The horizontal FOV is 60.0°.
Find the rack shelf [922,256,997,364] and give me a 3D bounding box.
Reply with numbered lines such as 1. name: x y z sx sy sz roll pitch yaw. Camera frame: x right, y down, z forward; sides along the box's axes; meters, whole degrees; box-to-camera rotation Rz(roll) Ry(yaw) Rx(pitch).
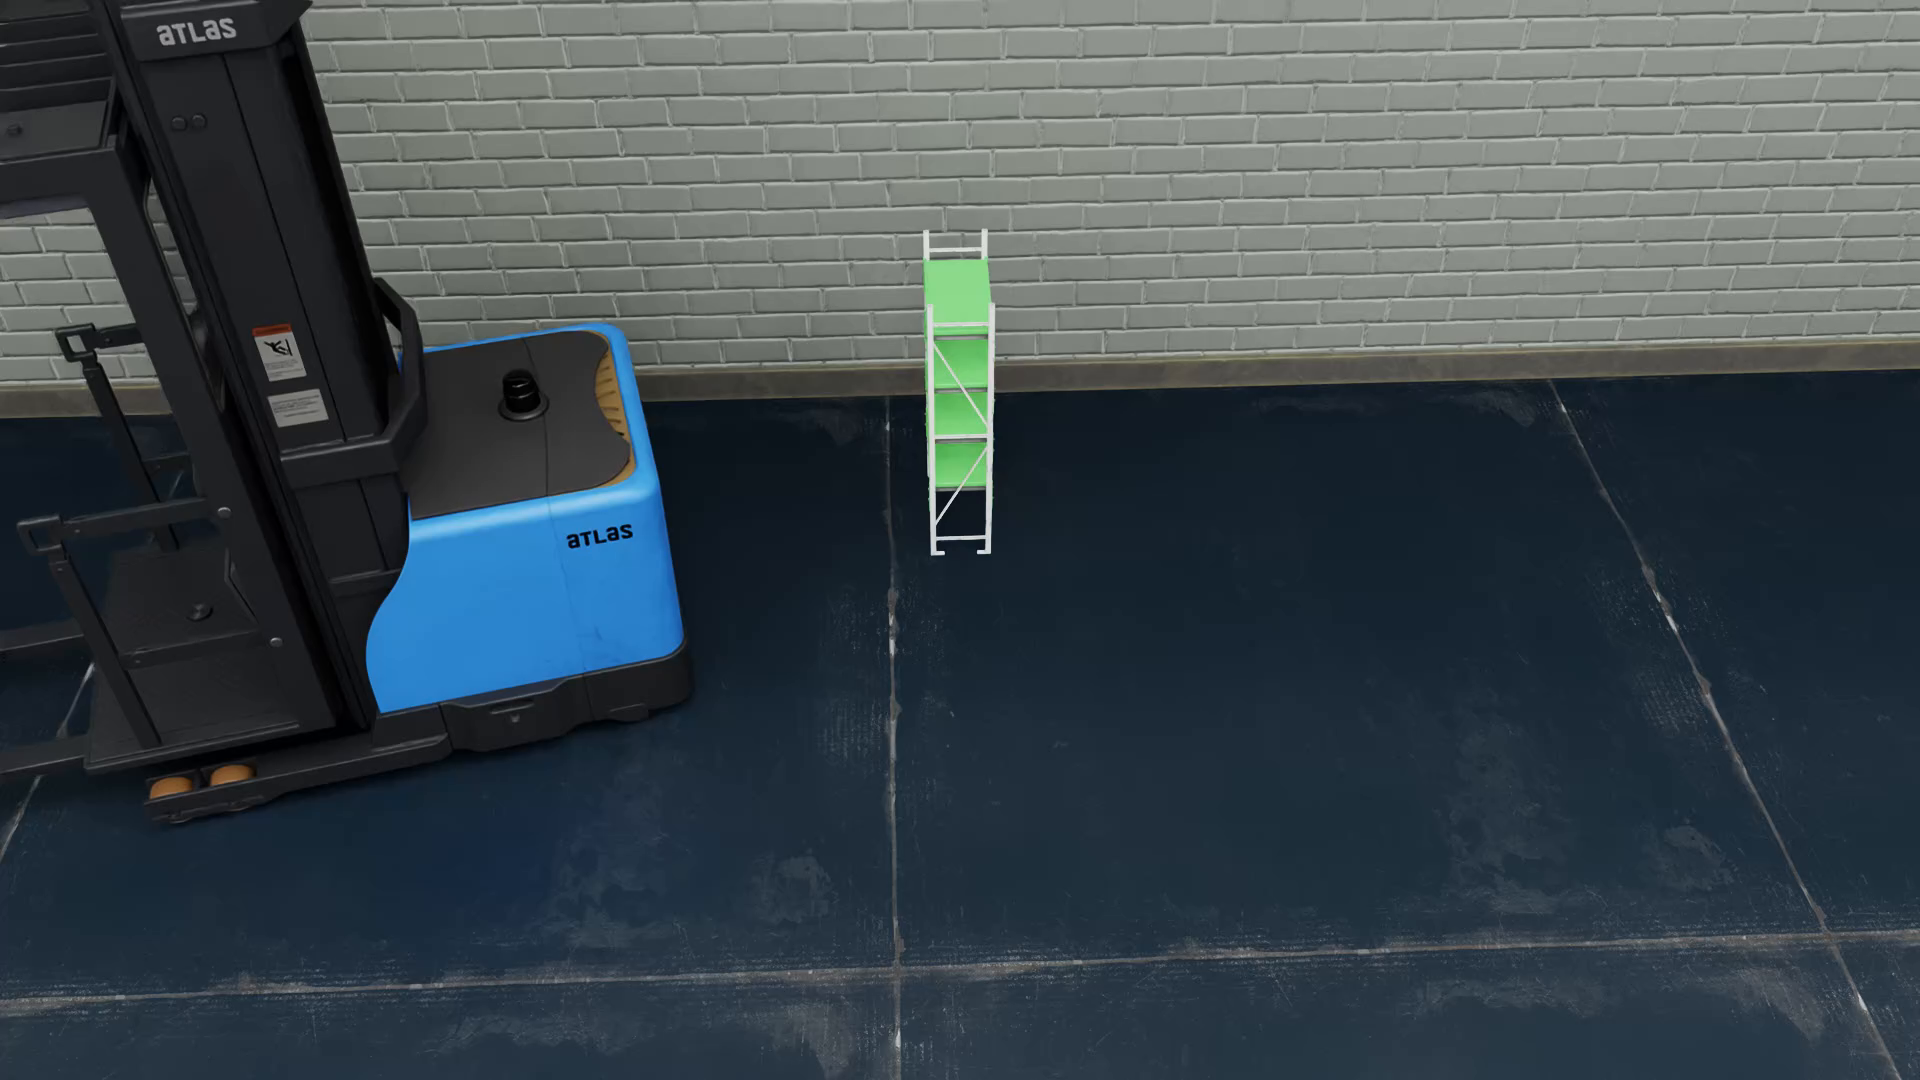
1. rack shelf: -0.007 -0.861 6.185 0.258 0.148 0.480 -2 43 -2

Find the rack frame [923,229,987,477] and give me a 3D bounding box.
1. rack frame: -0.017 -0.719 6.646 0.240 1.200 0.015 -2 43 -2

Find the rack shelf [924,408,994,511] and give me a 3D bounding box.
1. rack shelf: -0.007 -0.330 6.672 0.258 0.148 0.480 -2 43 -2

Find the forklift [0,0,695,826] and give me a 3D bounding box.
1. forklift: -2.543 -0.510 5.137 3.031 2.935 1.130 -11 44 -12

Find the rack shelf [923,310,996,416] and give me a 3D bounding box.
1. rack shelf: -0.007 -0.684 6.347 0.258 0.148 0.480 -2 43 -2

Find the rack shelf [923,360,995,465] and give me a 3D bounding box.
1. rack shelf: -0.007 -0.507 6.510 0.258 0.148 0.480 -2 43 -2

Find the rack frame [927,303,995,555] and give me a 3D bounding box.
1. rack frame: 0.003 -0.389 6.287 0.240 1.200 0.015 -2 43 -2

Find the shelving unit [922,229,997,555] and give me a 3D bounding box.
1. shelving unit: -0.007 -0.554 6.466 0.258 1.200 0.503 -2 43 -2
